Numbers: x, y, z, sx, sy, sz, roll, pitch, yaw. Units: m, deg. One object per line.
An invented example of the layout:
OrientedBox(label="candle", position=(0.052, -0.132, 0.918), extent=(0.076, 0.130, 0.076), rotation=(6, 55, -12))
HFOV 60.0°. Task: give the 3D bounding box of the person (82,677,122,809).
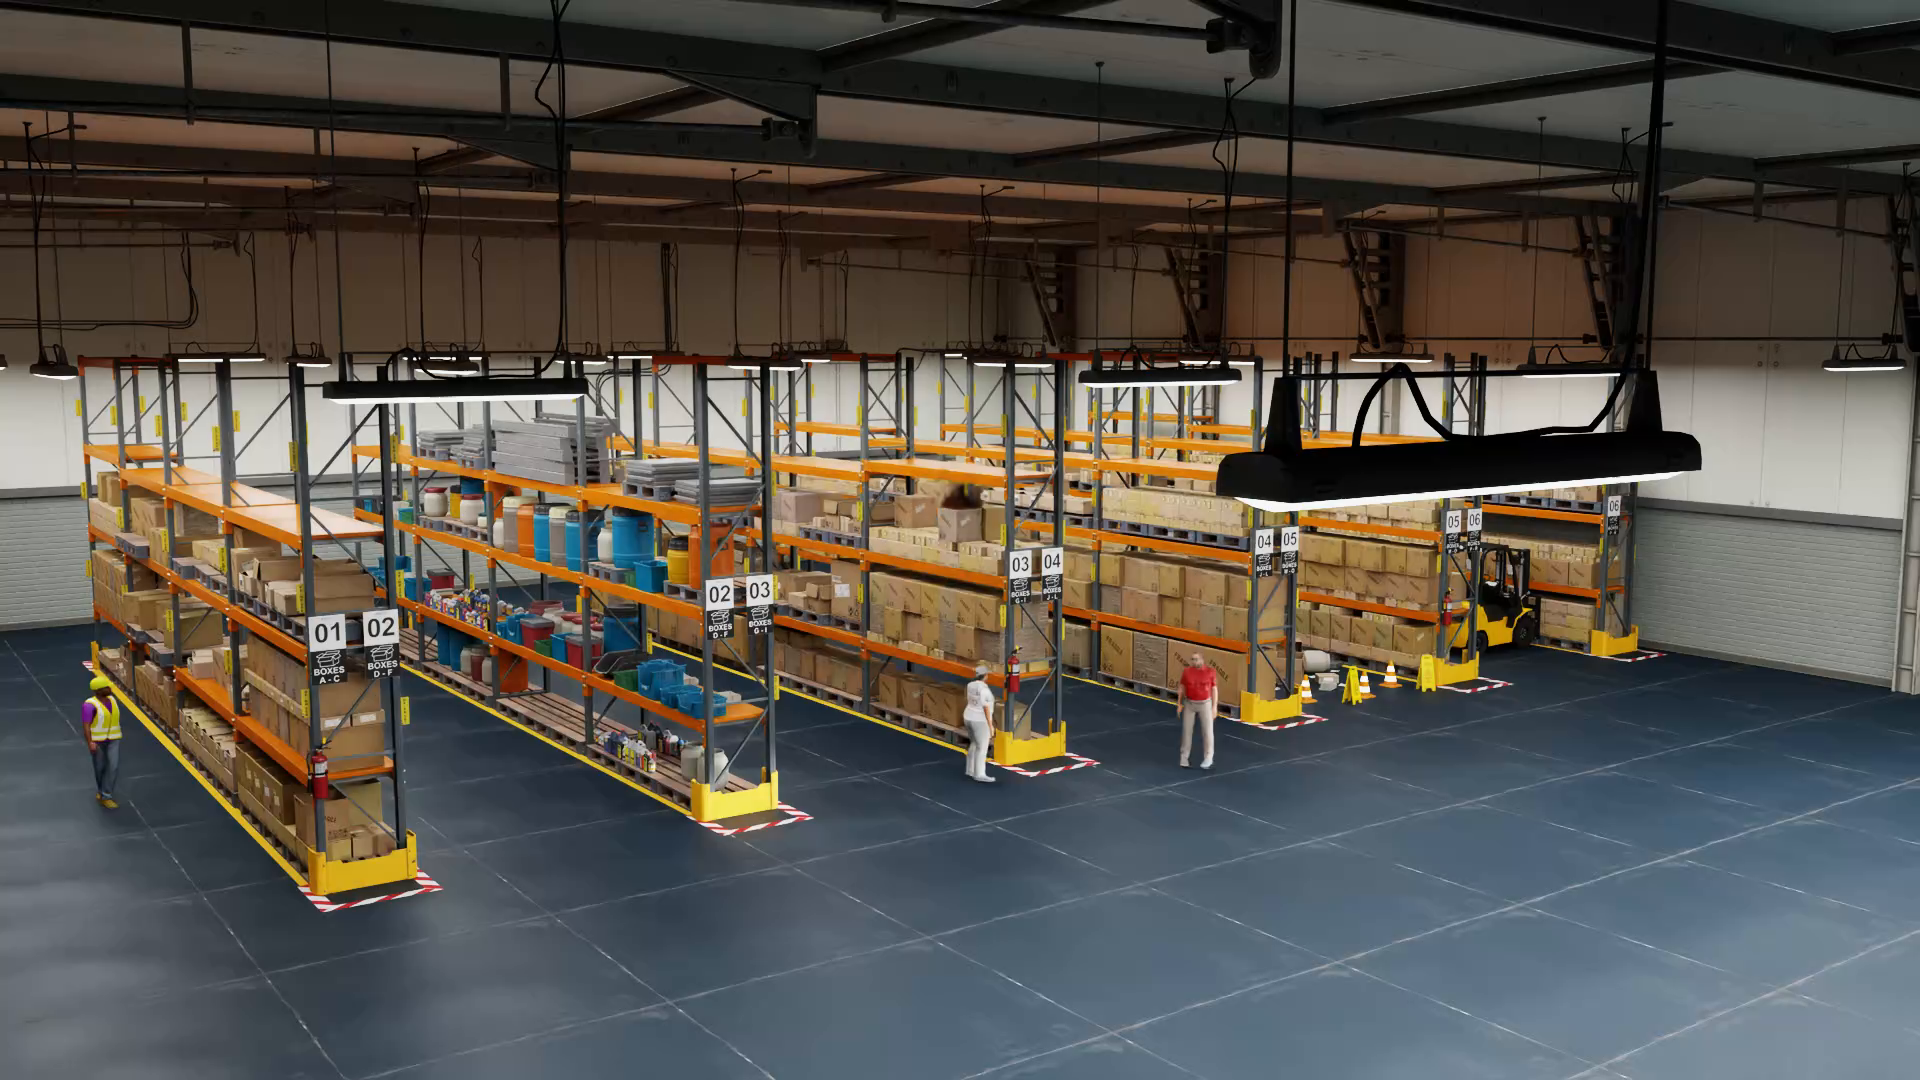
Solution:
OrientedBox(label="person", position=(-11.646, 2.736, 22.595), extent=(0.525, 1.771, 0.705), rotation=(-6, 9, -41))

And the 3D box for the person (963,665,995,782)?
OrientedBox(label="person", position=(0.286, 2.666, 23.873), extent=(0.417, 1.748, 0.565), rotation=(-4, 8, -30))

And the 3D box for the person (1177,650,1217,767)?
OrientedBox(label="person", position=(3.500, 2.487, 24.617), extent=(0.592, 1.731, 0.445), rotation=(2, 7, 15))

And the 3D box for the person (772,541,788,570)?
OrientedBox(label="person", position=(-4.834, 0.160, 43.584), extent=(0.592, 1.746, 0.798), rotation=(2, 7, 14))
